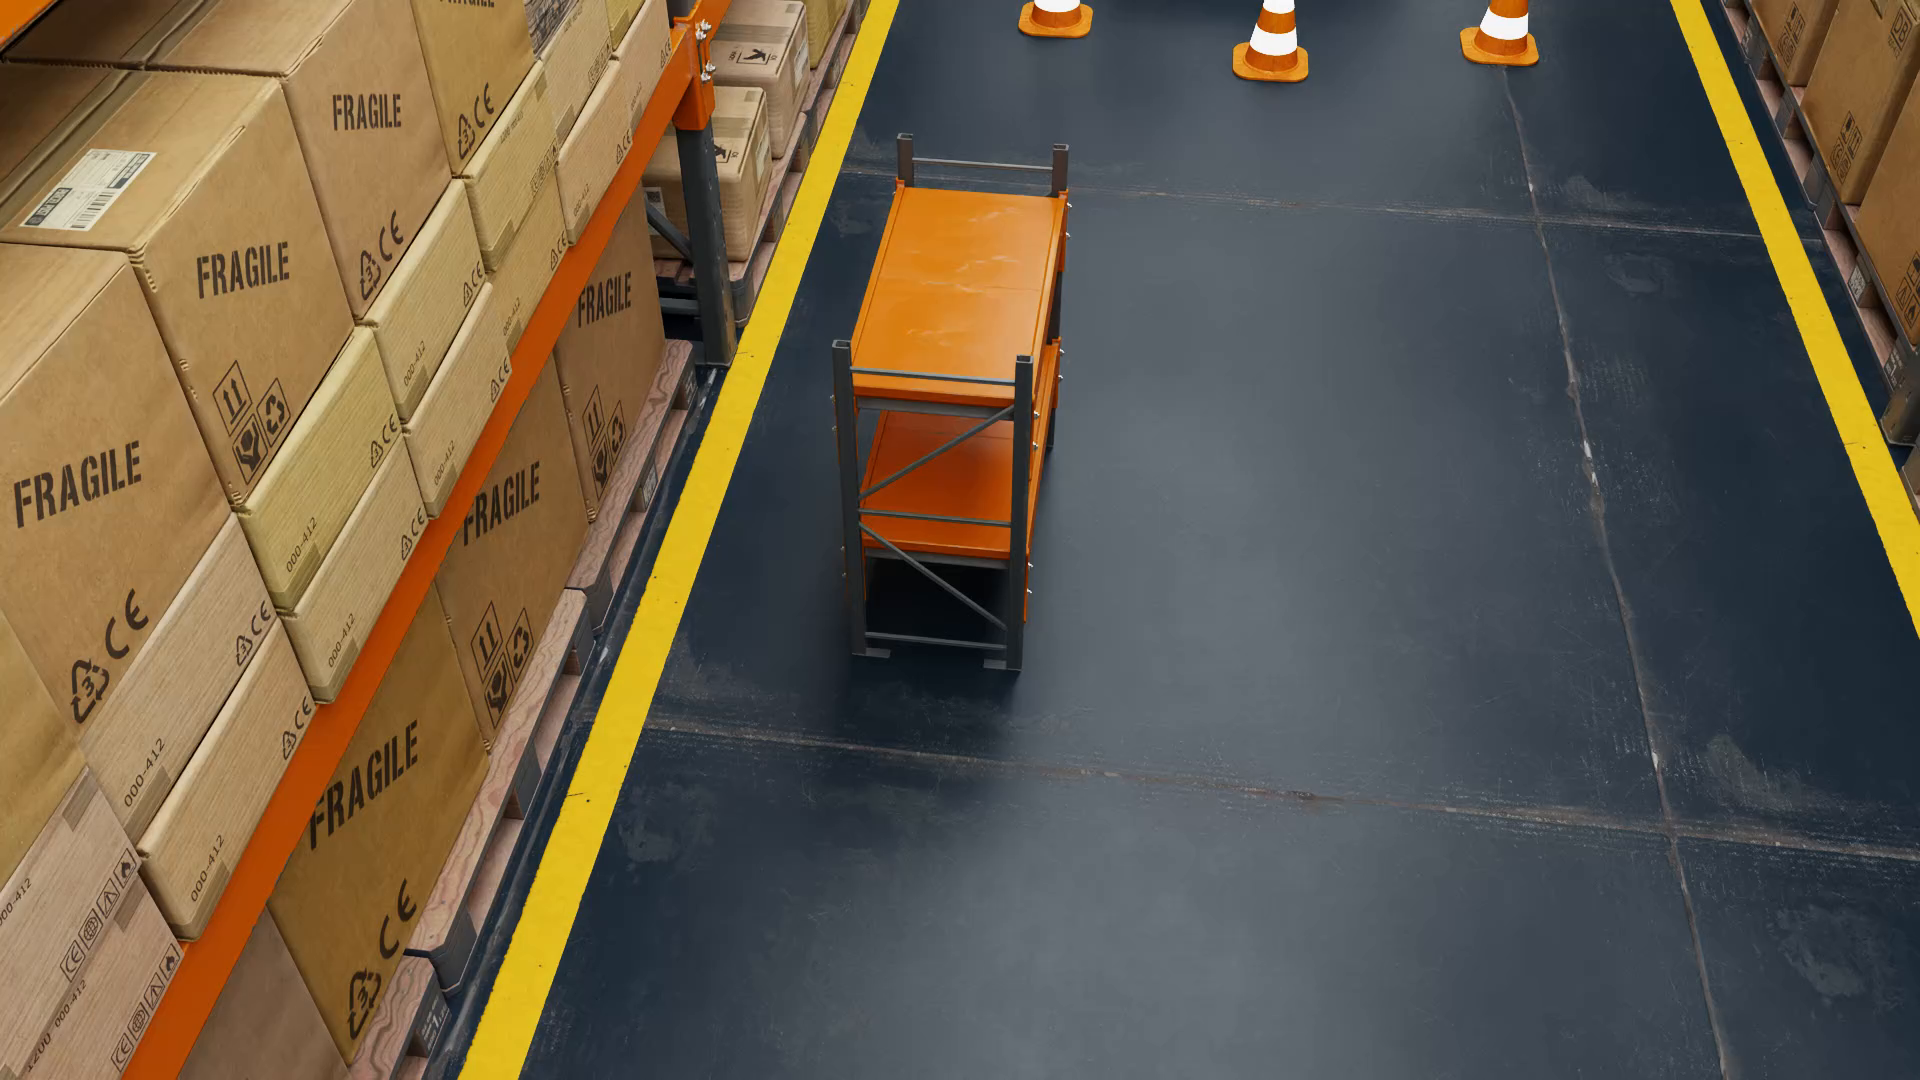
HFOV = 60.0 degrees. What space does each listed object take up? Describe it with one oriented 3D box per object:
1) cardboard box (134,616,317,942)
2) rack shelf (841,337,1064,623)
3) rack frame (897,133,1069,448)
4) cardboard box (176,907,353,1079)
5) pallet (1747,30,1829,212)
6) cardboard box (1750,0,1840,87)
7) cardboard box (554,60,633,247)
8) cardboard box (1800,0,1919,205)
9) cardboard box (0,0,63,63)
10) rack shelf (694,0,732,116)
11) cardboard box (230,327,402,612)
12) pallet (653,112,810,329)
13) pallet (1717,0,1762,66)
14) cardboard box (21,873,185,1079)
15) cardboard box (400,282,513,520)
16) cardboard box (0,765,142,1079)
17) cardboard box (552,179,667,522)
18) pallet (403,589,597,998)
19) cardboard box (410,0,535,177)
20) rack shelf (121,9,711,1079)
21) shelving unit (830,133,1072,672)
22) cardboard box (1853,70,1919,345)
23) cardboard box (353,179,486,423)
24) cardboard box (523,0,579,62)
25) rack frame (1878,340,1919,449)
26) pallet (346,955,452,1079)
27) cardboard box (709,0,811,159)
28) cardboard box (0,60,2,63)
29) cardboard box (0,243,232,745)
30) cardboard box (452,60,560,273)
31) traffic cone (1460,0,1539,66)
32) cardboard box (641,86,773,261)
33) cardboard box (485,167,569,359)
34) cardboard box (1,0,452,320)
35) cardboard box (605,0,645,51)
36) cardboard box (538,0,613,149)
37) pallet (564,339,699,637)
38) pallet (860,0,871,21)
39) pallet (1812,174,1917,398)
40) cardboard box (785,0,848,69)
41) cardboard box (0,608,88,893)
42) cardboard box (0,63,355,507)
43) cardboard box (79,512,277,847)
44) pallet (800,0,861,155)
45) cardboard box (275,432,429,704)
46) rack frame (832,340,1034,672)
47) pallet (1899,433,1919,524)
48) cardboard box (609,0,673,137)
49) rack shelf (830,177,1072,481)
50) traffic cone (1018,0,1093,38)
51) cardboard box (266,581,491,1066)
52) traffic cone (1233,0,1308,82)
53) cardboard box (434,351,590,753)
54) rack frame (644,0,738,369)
[{"bbox_3d":[-1.444,0.370,2.786,0.500,0.250,0.500,4,44,4],"label":"cardboard box"},{"bbox_3d":[-0.001,-0.226,5.027,0.538,0.278,1.000,5,44,6],"label":"rack shelf"},{"bbox_3d":[0.066,-0.750,5.224,0.500,1.125,0.032,5,44,6],"label":"rack frame"},{"bbox_3d":[-1.828,1.134,3.111,0.875,0.875,0.875,6,44,7],"label":"cardboard box"},{"bbox_3d":[3.961,-1.747,6.942,1.003,0.211,1.213,5,44,6],"label":"pallet"},{"bbox_3d":[4.023,-2.374,6.906,1.050,0.750,0.750,5,44,6],"label":"cardboard box"},{"bbox_3d":[-1.163,-1.009,4.243,0.500,0.250,0.500,6,44,6],"label":"cardboard box"},{"bbox_3d":[3.900,-1.739,6.236,1.050,0.750,0.750,6,44,6],"label":"cardboard box"},{"bbox_3d":[-1.819,-0.833,3.148,0.500,0.500,0.500,6,44,6],"label":"cardboard box"},{"bbox_3d":[-1.037,-2.883,6.637,1.077,0.370,4.000,5,44,6],"label":"rack shelf"},{"bbox_3d":[-1.358,-0.156,2.979,0.500,0.250,0.500,6,44,6],"label":"cardboard box"},{"bbox_3d":[-1.197,-1.301,6.471,1.003,0.211,1.213,5,44,6],"label":"pallet"},{"bbox_3d":[4.120,-2.581,7.822,1.003,0.211,1.213,5,44,6],"label":"pallet"},{"bbox_3d":[-1.511,0.723,2.414,0.500,0.250,0.500,4,44,5],"label":"cardboard box"},{"bbox_3d":[-1.285,-0.317,3.512,0.500,0.250,0.500,5,44,5],"label":"cardboard box"},{"bbox_3d":[-1.493,0.543,2.240,0.500,0.250,0.500,4,44,4],"label":"cardboard box"},{"bbox_3d":[-1.475,-0.699,5.047,0.875,0.875,0.875,5,44,5],"label":"cardboard box"},{"bbox_3d":[-1.644,0.591,4.473,1.003,0.211,1.213,5,44,6],"label":"pallet"},{"bbox_3d":[-1.243,-1.116,3.447,0.500,0.500,0.500,5,44,6],"label":"cardboard box"},{"bbox_3d":[-1.566,-0.157,3.758,1.077,0.370,4.000,5,44,6],"label":"rack shelf"},{"bbox_3d":[-0.001,-0.404,4.858,0.538,1.125,1.048,5,44,6],"label":"shelving unit"},{"bbox_3d":[3.788,-1.143,5.606,1.050,0.750,0.750,5,44,5],"label":"cardboard box"},{"bbox_3d":[-1.294,-0.501,3.343,0.500,0.250,0.500,4,44,4],"label":"cardboard box"},{"bbox_3d":[-1.170,-1.454,3.804,0.500,0.500,0.500,6,44,6],"label":"cardboard box"},{"bbox_3d":[3.618,-1.400,4.547,1.000,3.000,0.127,5,44,6],"label":"rack frame"},{"bbox_3d":[-1.803,1.425,3.592,1.003,0.211,1.213,5,44,6],"label":"pallet"},{"bbox_3d":[-1.127,-1.867,6.646,0.950,0.372,0.625,4,44,5],"label":"cardboard box"},{"bbox_3d":[-1.873,-0.479,2.774,0.500,0.500,0.500,6,44,7],"label":"cardboard box"},{"bbox_3d":[-1.447,-0.078,2.350,0.500,0.500,0.500,5,44,5],"label":"cardboard box"},{"bbox_3d":[-1.225,-0.855,3.717,0.500,0.250,0.500,4,44,4],"label":"cardboard box"},{"bbox_3d":[2.473,-2.429,7.478,0.336,0.463,0.334,5,44,6],"label":"traffic cone"},{"bbox_3d":[-1.217,-1.364,6.115,0.950,0.372,0.625,3,43,3],"label":"cardboard box"},{"bbox_3d":[-1.246,-0.667,3.882,0.500,0.250,0.500,5,44,5],"label":"cardboard box"},{"bbox_3d":[-1.317,-0.772,3.084,0.500,0.500,0.500,5,44,5],"label":"cardboard box"},{"bbox_3d":[-1.114,-1.555,4.456,0.500,0.250,0.500,5,44,5],"label":"cardboard box"},{"bbox_3d":[-1.178,-1.206,4.087,0.500,0.250,0.500,4,44,4],"label":"cardboard box"},{"bbox_3d":[-1.480,-0.238,5.348,1.003,0.211,1.213,5,44,6],"label":"pallet"},{"bbox_3d":[-0.874,-2.964,8.227,1.003,0.211,1.213,5,44,6],"label":"pallet"},{"bbox_3d":[3.797,-0.918,6.066,1.003,0.211,1.213,5,44,6],"label":"pallet"},{"bbox_3d":[-1.021,-2.384,7.192,0.950,0.372,0.625,7,44,7],"label":"cardboard box"},{"bbox_3d":[-1.487,0.272,1.982,0.500,0.500,0.500,6,44,6],"label":"cardboard box"},{"bbox_3d":[-1.379,-0.419,2.711,0.500,0.500,0.500,4,44,4],"label":"cardboard box"},{"bbox_3d":[-1.452,0.185,2.618,0.500,0.250,0.500,6,44,6],"label":"cardboard box"},{"bbox_3d":[-1.033,-2.130,7.346,1.003,0.211,1.213,5,44,6],"label":"pallet"},{"bbox_3d":[-1.360,0.023,3.154,0.500,0.250,0.500,5,44,5],"label":"cardboard box"},{"bbox_3d":[-0.068,-0.057,4.493,0.500,1.125,0.032,5,44,6],"label":"rack frame"},{"bbox_3d":[3.514,0.145,4.944,1.003,0.211,1.213,5,44,6],"label":"pallet"},{"bbox_3d":[-1.111,-1.359,4.612,0.500,0.250,0.500,4,44,4],"label":"cardboard box"},{"bbox_3d":[-0.001,-0.616,4.657,0.538,0.278,1.000,5,44,6],"label":"rack shelf"},{"bbox_3d":[0.451,-2.614,7.674,0.336,0.463,0.334,5,44,6],"label":"traffic cone"},{"bbox_3d":[-1.716,0.518,3.762,0.875,0.875,0.875,6,44,7],"label":"cardboard box"},{"bbox_3d":[1.404,-2.325,7.369,0.336,0.463,0.334,5,44,6],"label":"traffic cone"},{"bbox_3d":[-1.597,-0.092,4.405,0.875,0.875,0.875,6,44,6],"label":"cardboard box"},{"bbox_3d":[-1.302,-1.781,4.950,1.000,3.000,0.127,5,44,6],"label":"rack frame"}]
